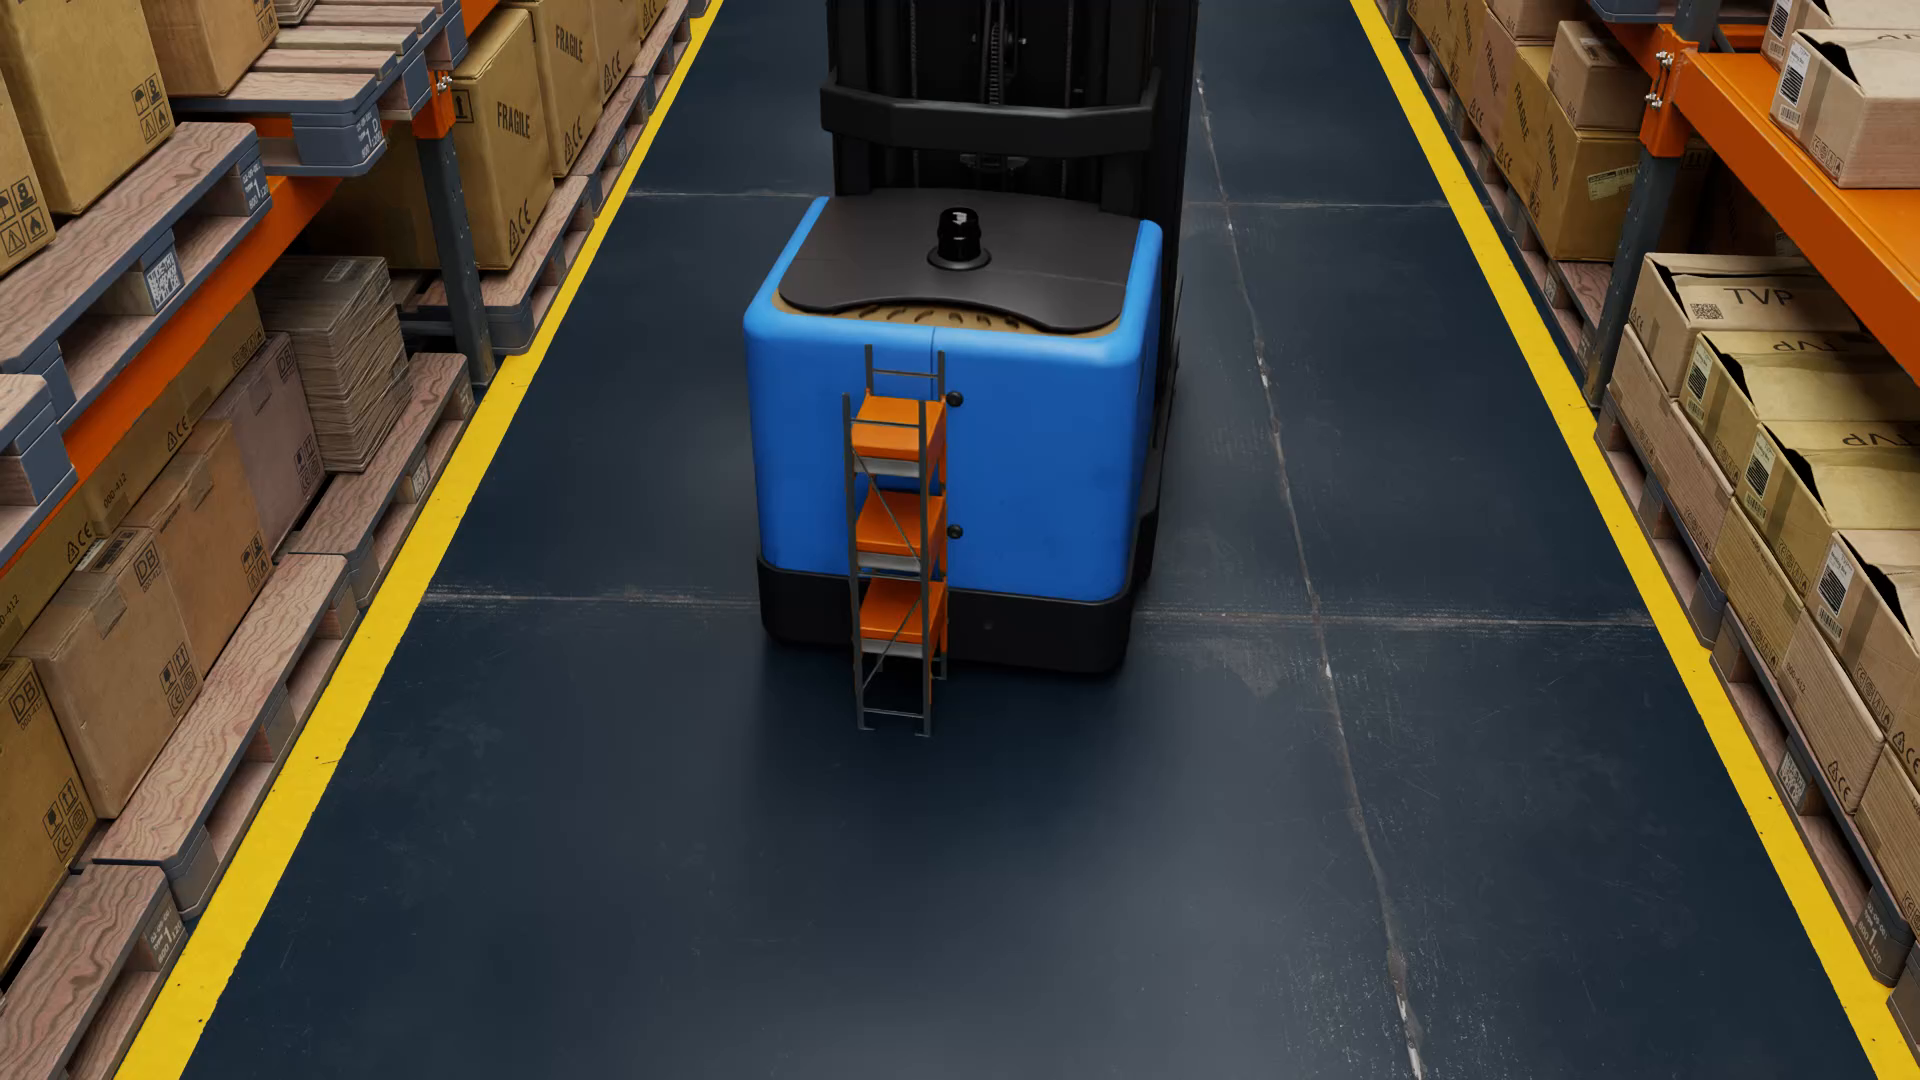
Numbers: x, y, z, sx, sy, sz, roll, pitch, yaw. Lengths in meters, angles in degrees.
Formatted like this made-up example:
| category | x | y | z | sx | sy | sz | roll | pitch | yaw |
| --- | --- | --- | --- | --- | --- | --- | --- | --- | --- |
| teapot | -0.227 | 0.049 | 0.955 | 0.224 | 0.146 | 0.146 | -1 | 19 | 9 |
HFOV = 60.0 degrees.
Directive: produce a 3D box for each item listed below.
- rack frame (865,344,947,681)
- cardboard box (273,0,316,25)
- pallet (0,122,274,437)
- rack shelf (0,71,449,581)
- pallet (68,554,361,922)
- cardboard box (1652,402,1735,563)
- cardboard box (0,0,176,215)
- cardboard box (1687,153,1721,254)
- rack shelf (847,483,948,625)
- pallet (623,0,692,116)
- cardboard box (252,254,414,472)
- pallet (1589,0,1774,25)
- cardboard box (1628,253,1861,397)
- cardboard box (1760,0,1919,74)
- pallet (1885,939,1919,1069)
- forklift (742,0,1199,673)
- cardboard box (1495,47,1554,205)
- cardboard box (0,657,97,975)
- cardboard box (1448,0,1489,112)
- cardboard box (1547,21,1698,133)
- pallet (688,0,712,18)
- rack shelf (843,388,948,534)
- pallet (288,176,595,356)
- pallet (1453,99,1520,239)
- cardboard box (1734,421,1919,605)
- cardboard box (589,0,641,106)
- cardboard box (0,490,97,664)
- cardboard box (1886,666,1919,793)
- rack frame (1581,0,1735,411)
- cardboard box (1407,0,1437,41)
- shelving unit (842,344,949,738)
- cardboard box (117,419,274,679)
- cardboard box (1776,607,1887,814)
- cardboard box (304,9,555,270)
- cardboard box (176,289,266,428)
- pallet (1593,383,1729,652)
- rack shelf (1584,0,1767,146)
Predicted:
| category | x | y | z | sx | sy | sz | roll | pitch | yaw |
| --- | --- | --- | --- | --- | --- | --- | --- | --- | --- |
| rack frame | -0.136 | -0.044 | 4.400 | 0.200 | 1.050 | 0.008 | 6 | 36 | 8 |
| cardboard box | -2.219 | -1.774 | 4.695 | 0.700 | 0.500 | 0.500 | -3 | 35 | -4 |
| pallet | -2.248 | -0.606 | 3.671 | 1.003 | 0.211 | 1.213 | 1 | 35 | 2 |
| rack shelf | -2.290 | -0.380 | 3.807 | 1.077 | 0.370 | 4.000 | 1 | 35 | 2 |
| pallet | -2.294 | 0.466 | 4.403 | 1.003 | 0.211 | 1.213 | 1 | 35 | 2 |
| cardboard box | 2.406 | -0.175 | 4.916 | 0.500 | 0.250 | 0.500 | 0 | 35 | 1 |
| cardboard box | -2.247 | -1.057 | 3.676 | 0.700 | 0.500 | 0.500 | 1 | 35 | 2 |
| cardboard box | 3.059 | -1.424 | 6.459 | 0.500 | 0.500 | 0.500 | 0 | 35 | 0 |
| rack shelf | -0.157 | 0.034 | 4.307 | 0.215 | 0.259 | 0.240 | 6 | 36 | 8 |
| pallet | -2.005 | -2.535 | 8.674 | 1.003 | 0.211 | 1.213 | 1 | 35 | 2 |
| cardboard box | -2.187 | -0.565 | 5.237 | 0.700 | 0.500 | 0.500 | 2 | 35 | 3 |
| pallet | 2.697 | -2.023 | 5.687 | 1.213 | 0.211 | 1.003 | 1 | 35 | 2 |
| cardboard box | 2.426 | -0.693 | 5.166 | 0.500 | 0.311 | 0.500 | 2 | 35 | 3 |
| cardboard box | 2.682 | -1.466 | 4.805 | 0.500 | 0.311 | 0.500 | 3 | 35 | 5 |
| pallet | 2.570 | 1.304 | 3.211 | 1.003 | 0.211 | 1.213 | 1 | 35 | 2 |
| forklift | 0.192 | -1.671 | 5.079 | 1.130 | 2.935 | 3.031 | 6 | 36 | 8 |
| cardboard box | 2.564 | -1.708 | 6.863 | 0.500 | 0.500 | 0.500 | 0 | 35 | 0 |
| cardboard box | -2.387 | 0.597 | 3.584 | 0.700 | 0.500 | 0.500 | 1 | 35 | 1 |
| cardboard box | 2.600 | -2.300 | 7.706 | 0.500 | 0.500 | 0.500 | 2 | 35 | 2 |
| cardboard box | 2.541 | -1.750 | 6.271 | 0.500 | 0.250 | 0.500 | 3 | 35 | 4 |
| pallet | -1.940 | -3.415 | 9.926 | 1.003 | 0.211 | 1.213 | 1 | 35 | 2 |
| rack shelf | -0.157 | -0.199 | 4.144 | 0.215 | 0.259 | 0.240 | 6 | 36 | 8 |
| pallet | -2.103 | -1.133 | 6.679 | 1.003 | 0.211 | 1.213 | 1 | 35 | 2 |
| pallet | 2.860 | -1.697 | 7.481 | 1.003 | 0.211 | 1.213 | 1 | 35 | 2 |
| cardboard box | 2.390 | -0.098 | 4.319 | 0.500 | 0.311 | 0.500 | 0 | 35 | 1 |
| cardboard box | -1.978 | -2.526 | 7.740 | 0.750 | 0.750 | 0.750 | 2 | 35 | 3 |
| cardboard box | -2.326 | 0.036 | 3.730 | 0.500 | 0.250 | 0.500 | 0 | 35 | 1 |
| cardboard box | 2.346 | 0.486 | 3.488 | 0.500 | 0.311 | 0.500 | 1 | 35 | 2 |
| rack frame | 2.740 | -1.711 | 5.075 | 1.000 | 3.000 | 0.127 | 1 | 35 | 2 |
| cardboard box | 2.638 | -2.894 | 8.550 | 0.500 | 0.500 | 0.500 | 0 | 35 | 0 |
| shelving unit | -0.157 | 0.025 | 4.301 | 0.215 | 1.050 | 0.252 | 6 | 36 | 8 |
| cardboard box | -2.315 | 0.014 | 4.413 | 0.700 | 0.500 | 0.500 | 1 | 35 | 2 |
| cardboard box | 2.370 | 0.419 | 4.071 | 0.500 | 0.250 | 0.500 | 2 | 35 | 3 |
| cardboard box | -2.049 | -1.535 | 6.329 | 0.750 | 0.750 | 0.750 | 1 | 35 | 1 |
| cardboard box | -2.272 | -0.546 | 4.558 | 0.500 | 0.250 | 0.500 | 2 | 35 | 3 |
| pallet | 2.668 | -0.098 | 5.206 | 1.003 | 0.211 | 1.213 | 1 | 35 | 2 |
| rack shelf | 2.820 | -2.565 | 6.917 | 1.077 | 0.370 | 4.000 | 1 | 35 | 2 |
